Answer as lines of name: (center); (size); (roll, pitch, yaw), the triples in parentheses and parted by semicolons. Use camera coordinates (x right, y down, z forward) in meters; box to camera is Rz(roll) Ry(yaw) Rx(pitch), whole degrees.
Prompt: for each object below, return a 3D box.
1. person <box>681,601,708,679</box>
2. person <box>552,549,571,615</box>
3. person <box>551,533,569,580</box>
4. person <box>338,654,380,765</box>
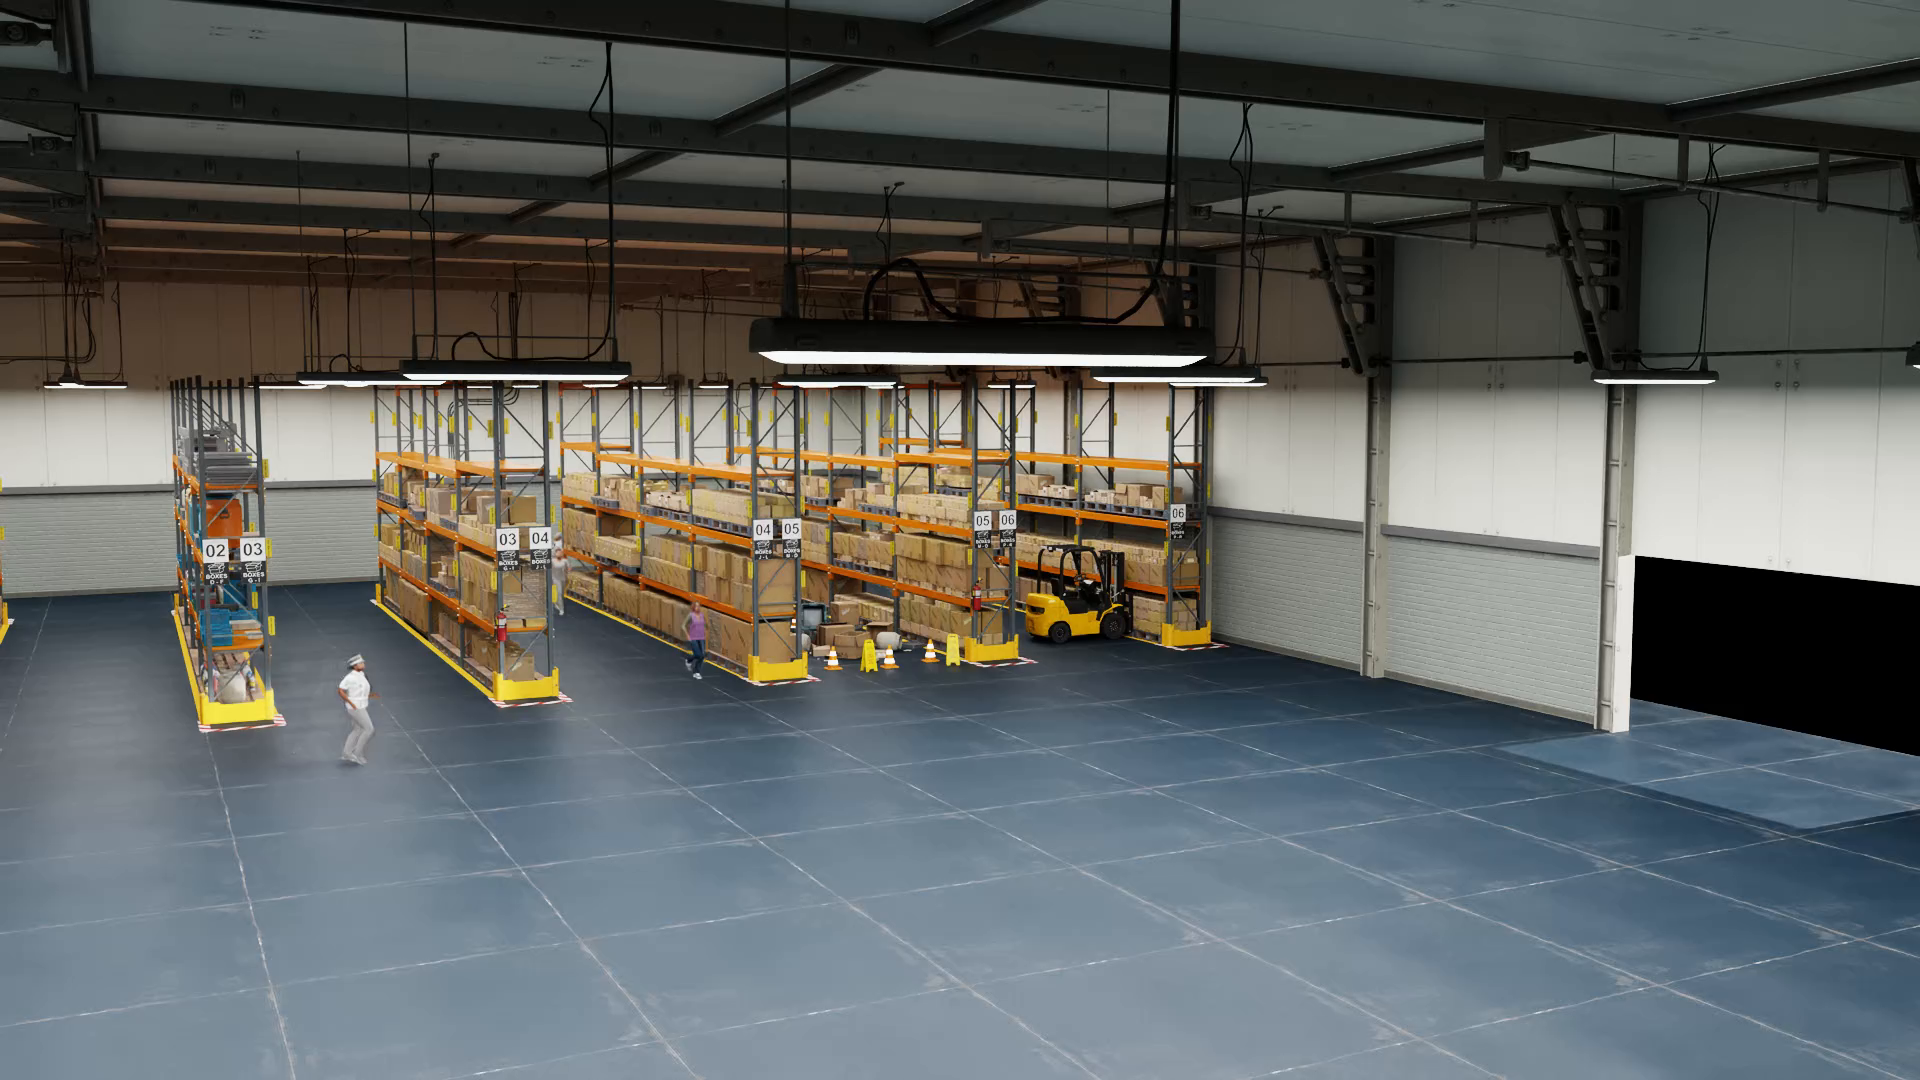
person: (-5.274, 1.996, 33.292); (0.536, 1.555, 0.545); (-4, 6, -36)
person: (-10.348, 1.062, 43.066); (0.557, 1.682, 0.894); (-2, 6, -24)
person: (-11.804, 0.593, 48.540); (0.876, 1.610, 0.667); (-1, 5, -13)
person: (-9.265, 2.624, 25.633); (0.620, 1.745, 0.556); (0, 5, -5)
